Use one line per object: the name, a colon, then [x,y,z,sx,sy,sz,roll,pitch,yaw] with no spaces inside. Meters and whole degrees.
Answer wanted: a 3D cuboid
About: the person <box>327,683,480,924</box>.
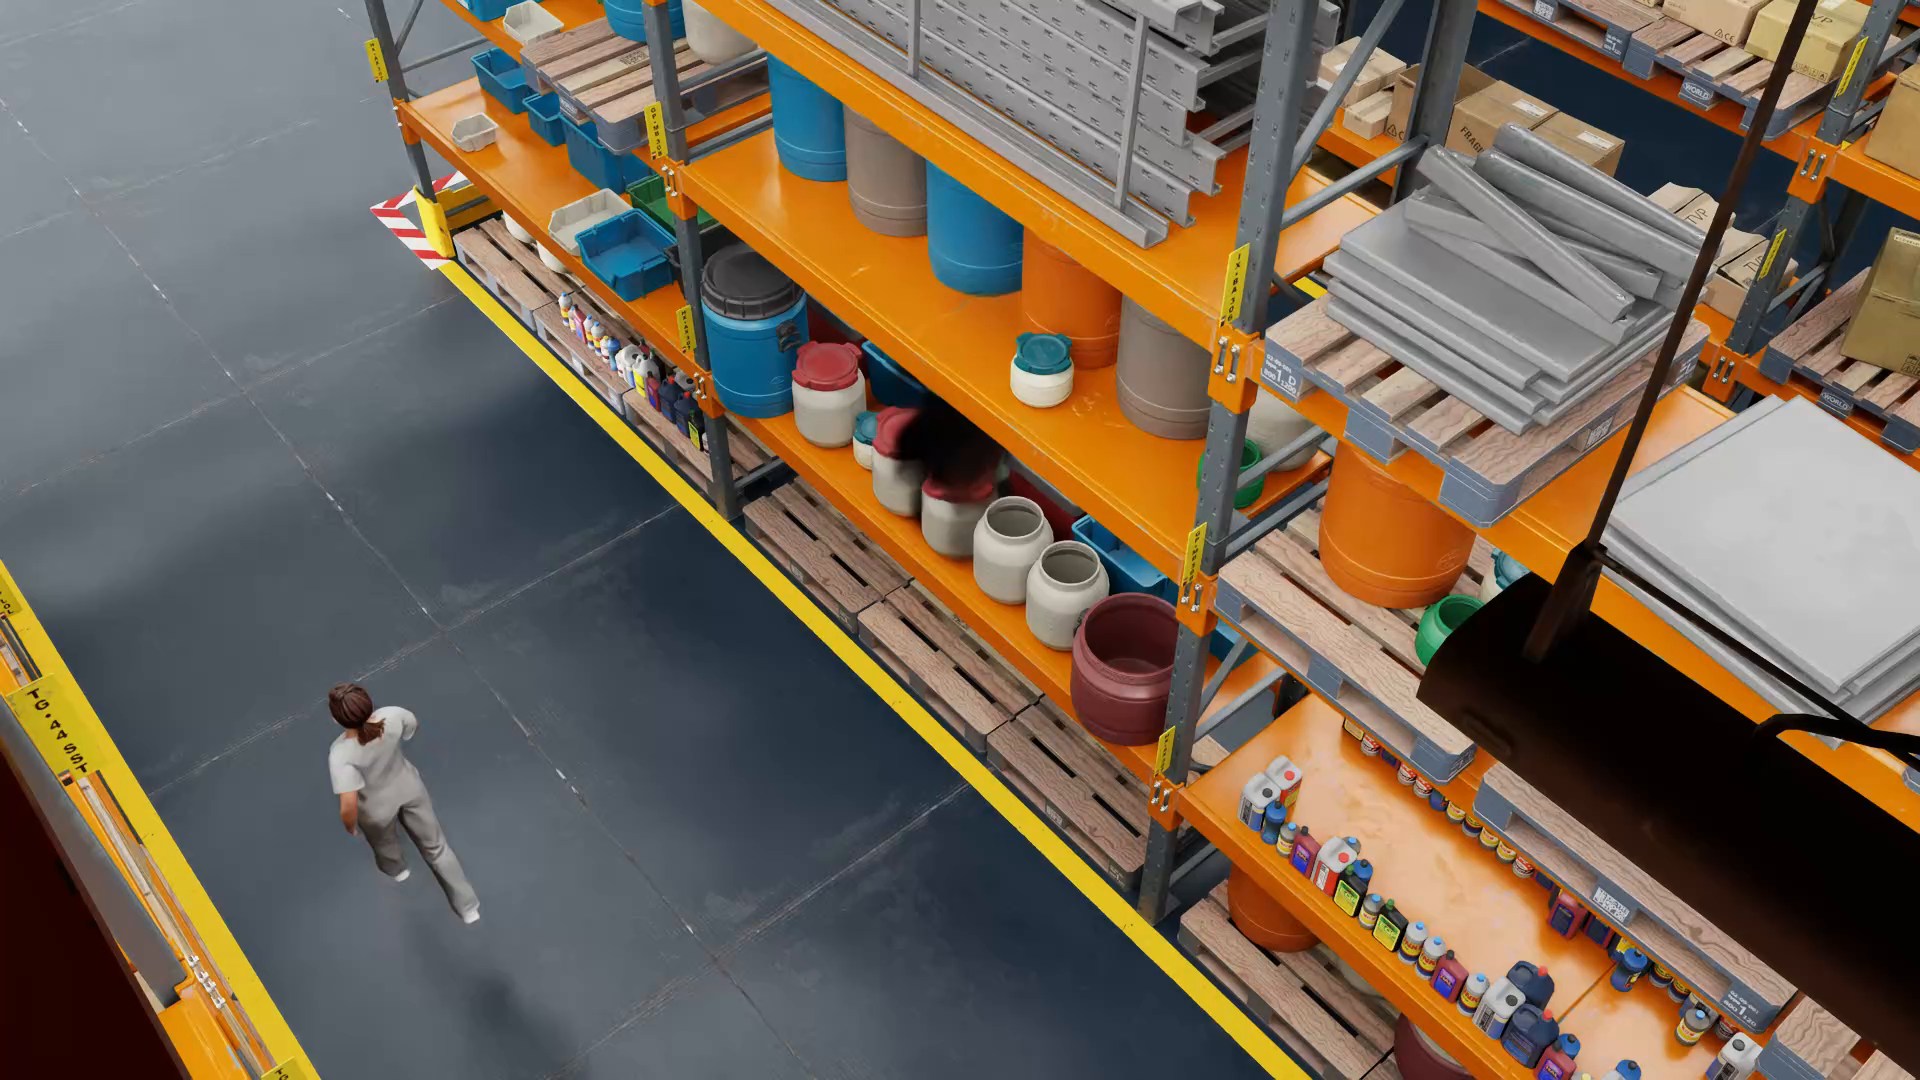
person: [-2.797,1.283,8.179,0.831,1.710,0.583,34,55,28]
